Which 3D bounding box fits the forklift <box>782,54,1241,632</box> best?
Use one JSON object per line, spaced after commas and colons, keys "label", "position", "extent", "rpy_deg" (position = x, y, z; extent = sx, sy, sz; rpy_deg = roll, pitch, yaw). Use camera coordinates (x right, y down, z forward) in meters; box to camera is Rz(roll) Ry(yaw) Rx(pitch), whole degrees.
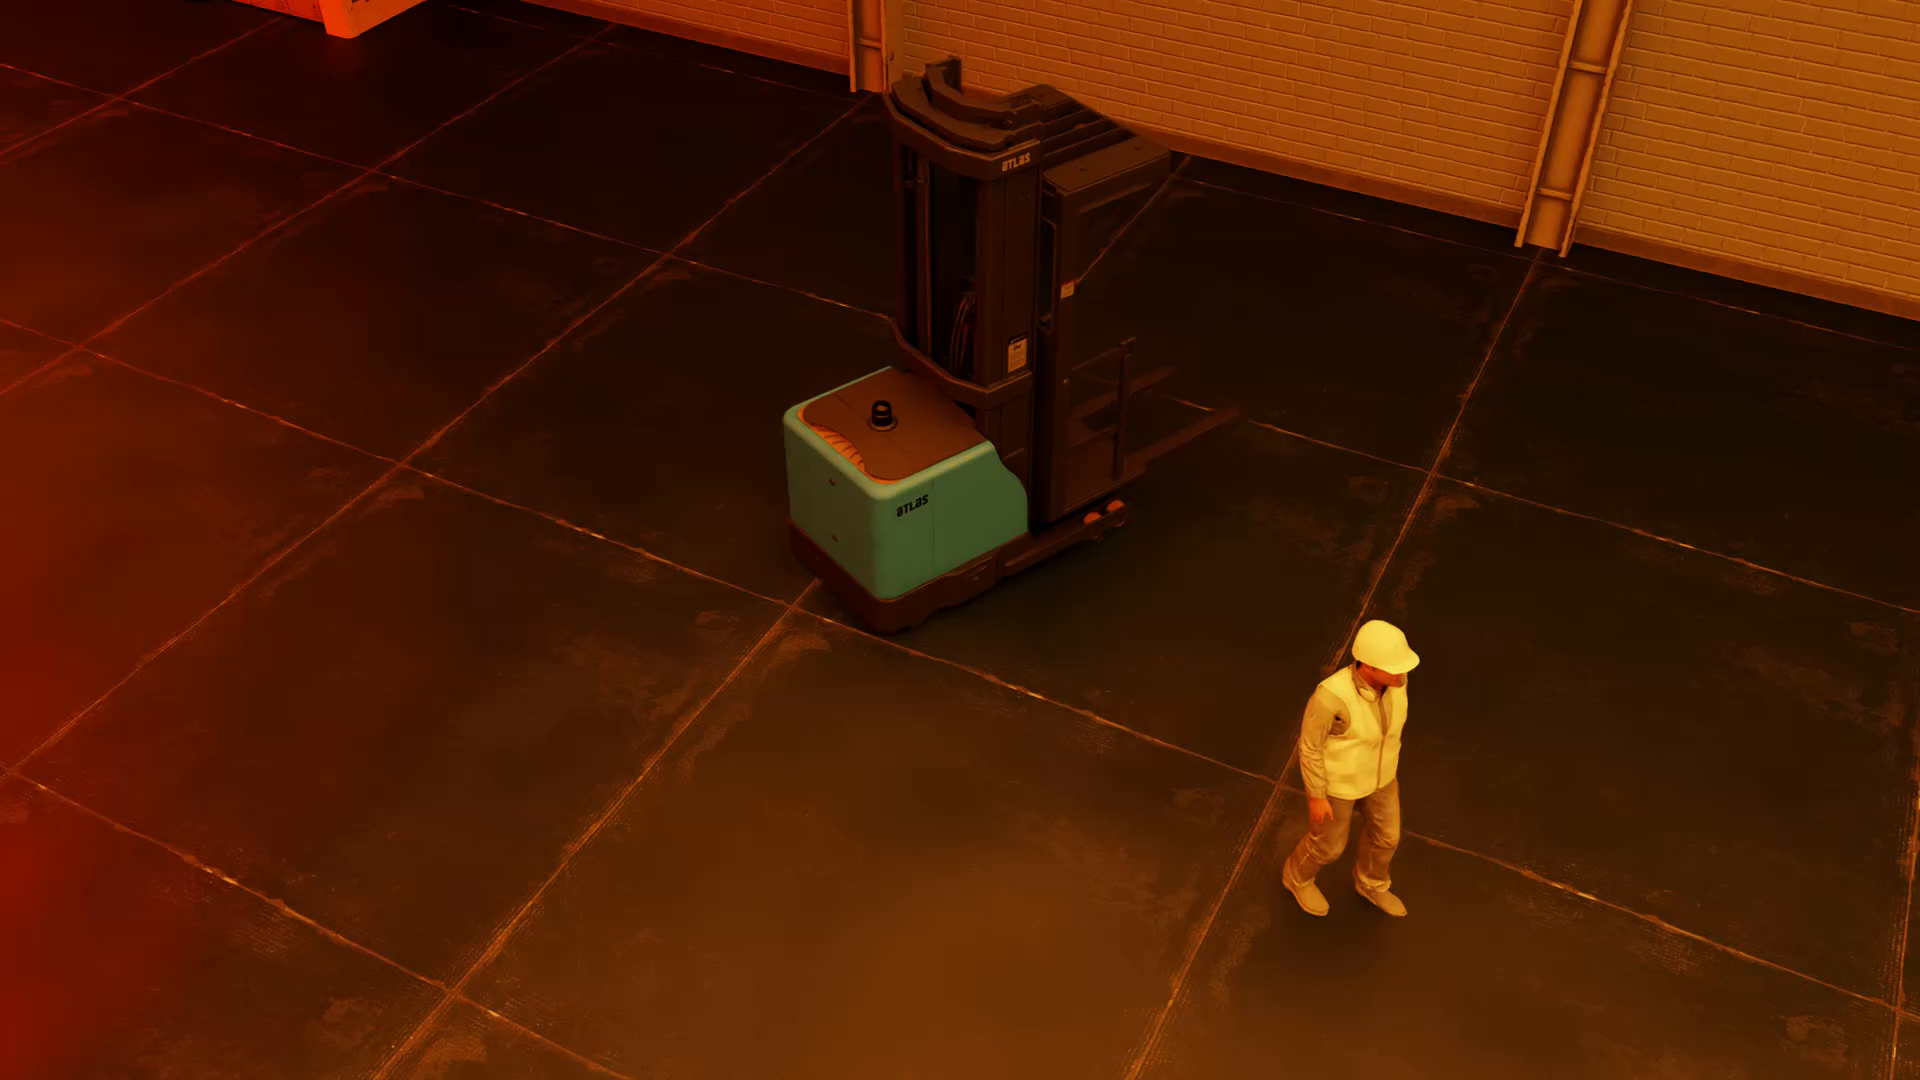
{"label": "forklift", "position": [0.447, -1.372, 9.616], "extent": [3.031, 2.935, 1.130], "rpy_deg": [-26, 47, -28]}

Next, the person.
{"label": "person", "position": [1.837, 1.110, 7.609], "extent": [0.615, 1.806, 0.527], "rpy_deg": [-21, 45, -23]}
